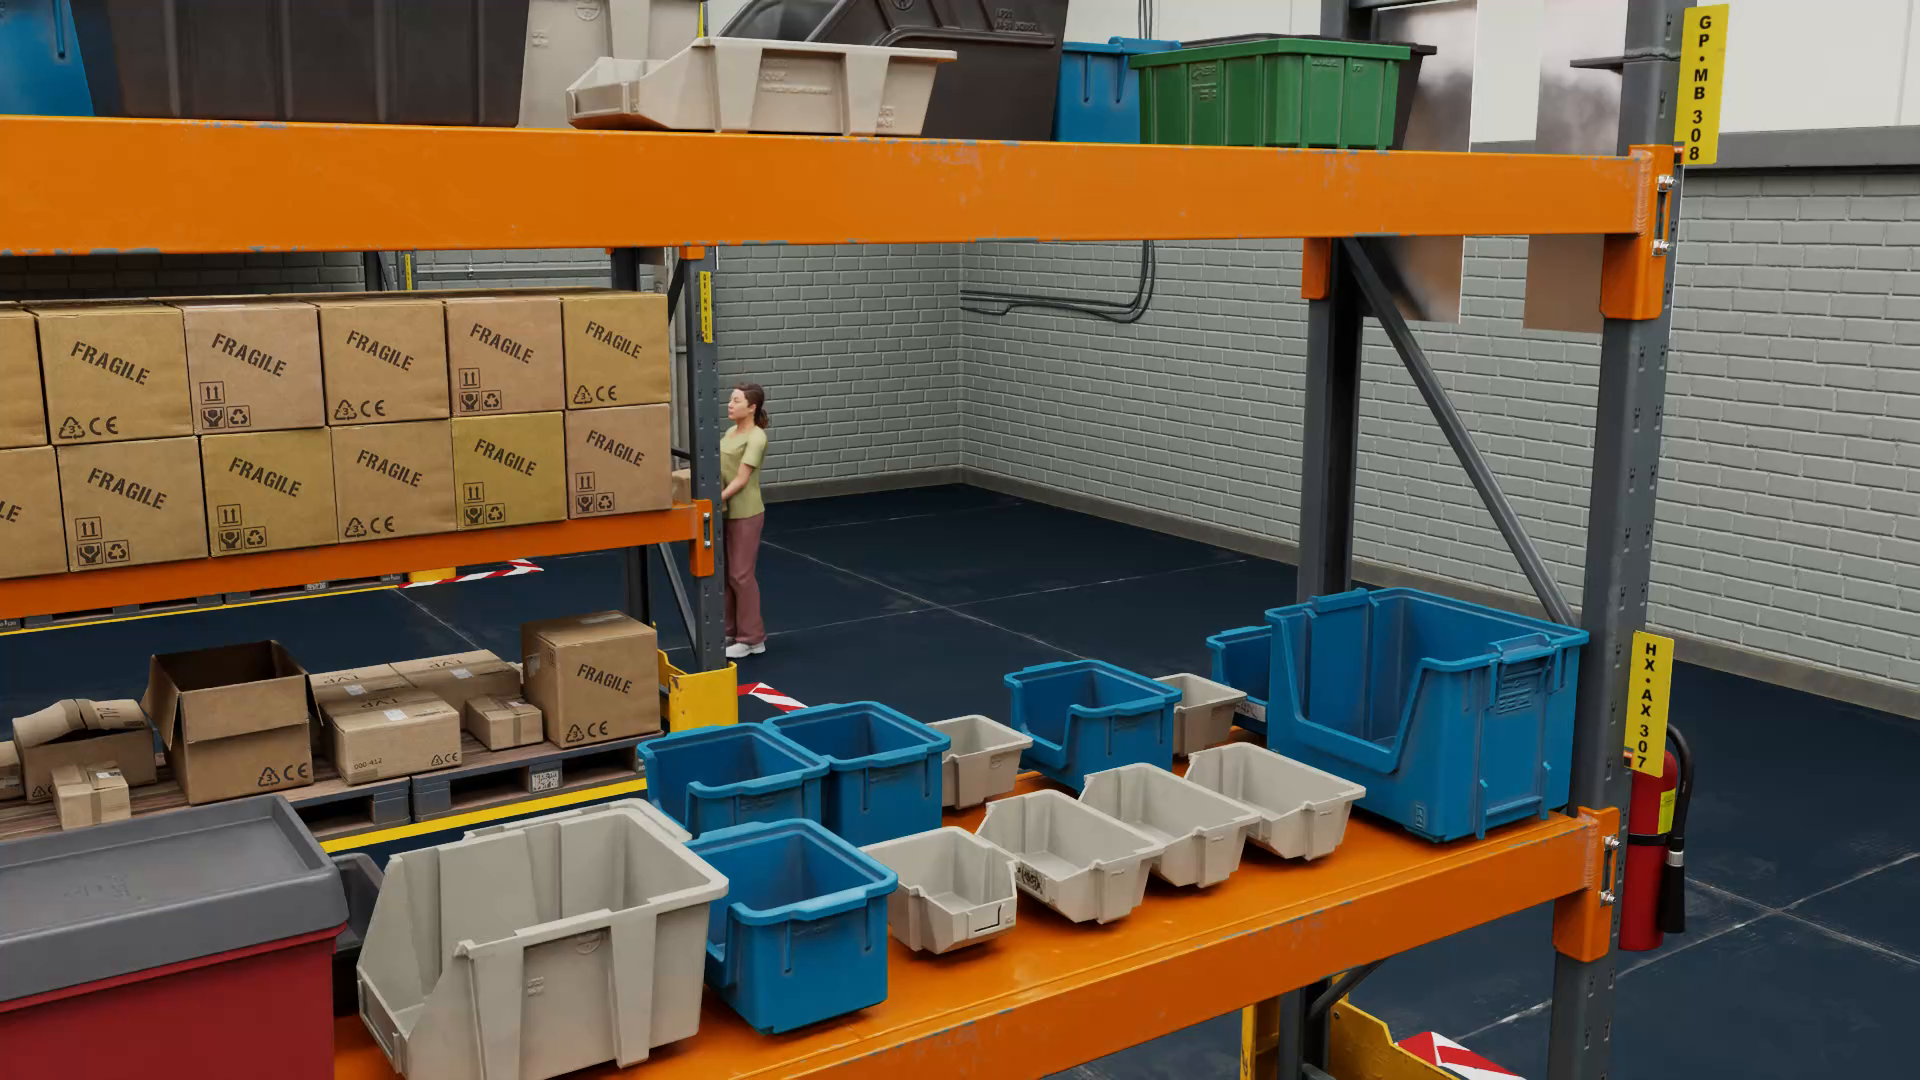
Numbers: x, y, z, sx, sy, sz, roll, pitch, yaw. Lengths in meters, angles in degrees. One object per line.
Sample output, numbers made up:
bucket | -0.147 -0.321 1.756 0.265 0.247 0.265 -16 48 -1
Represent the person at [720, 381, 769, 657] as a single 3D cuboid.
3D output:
person | -1.402 -0.124 10.092 0.559 1.662 0.428 -7 14 -33
